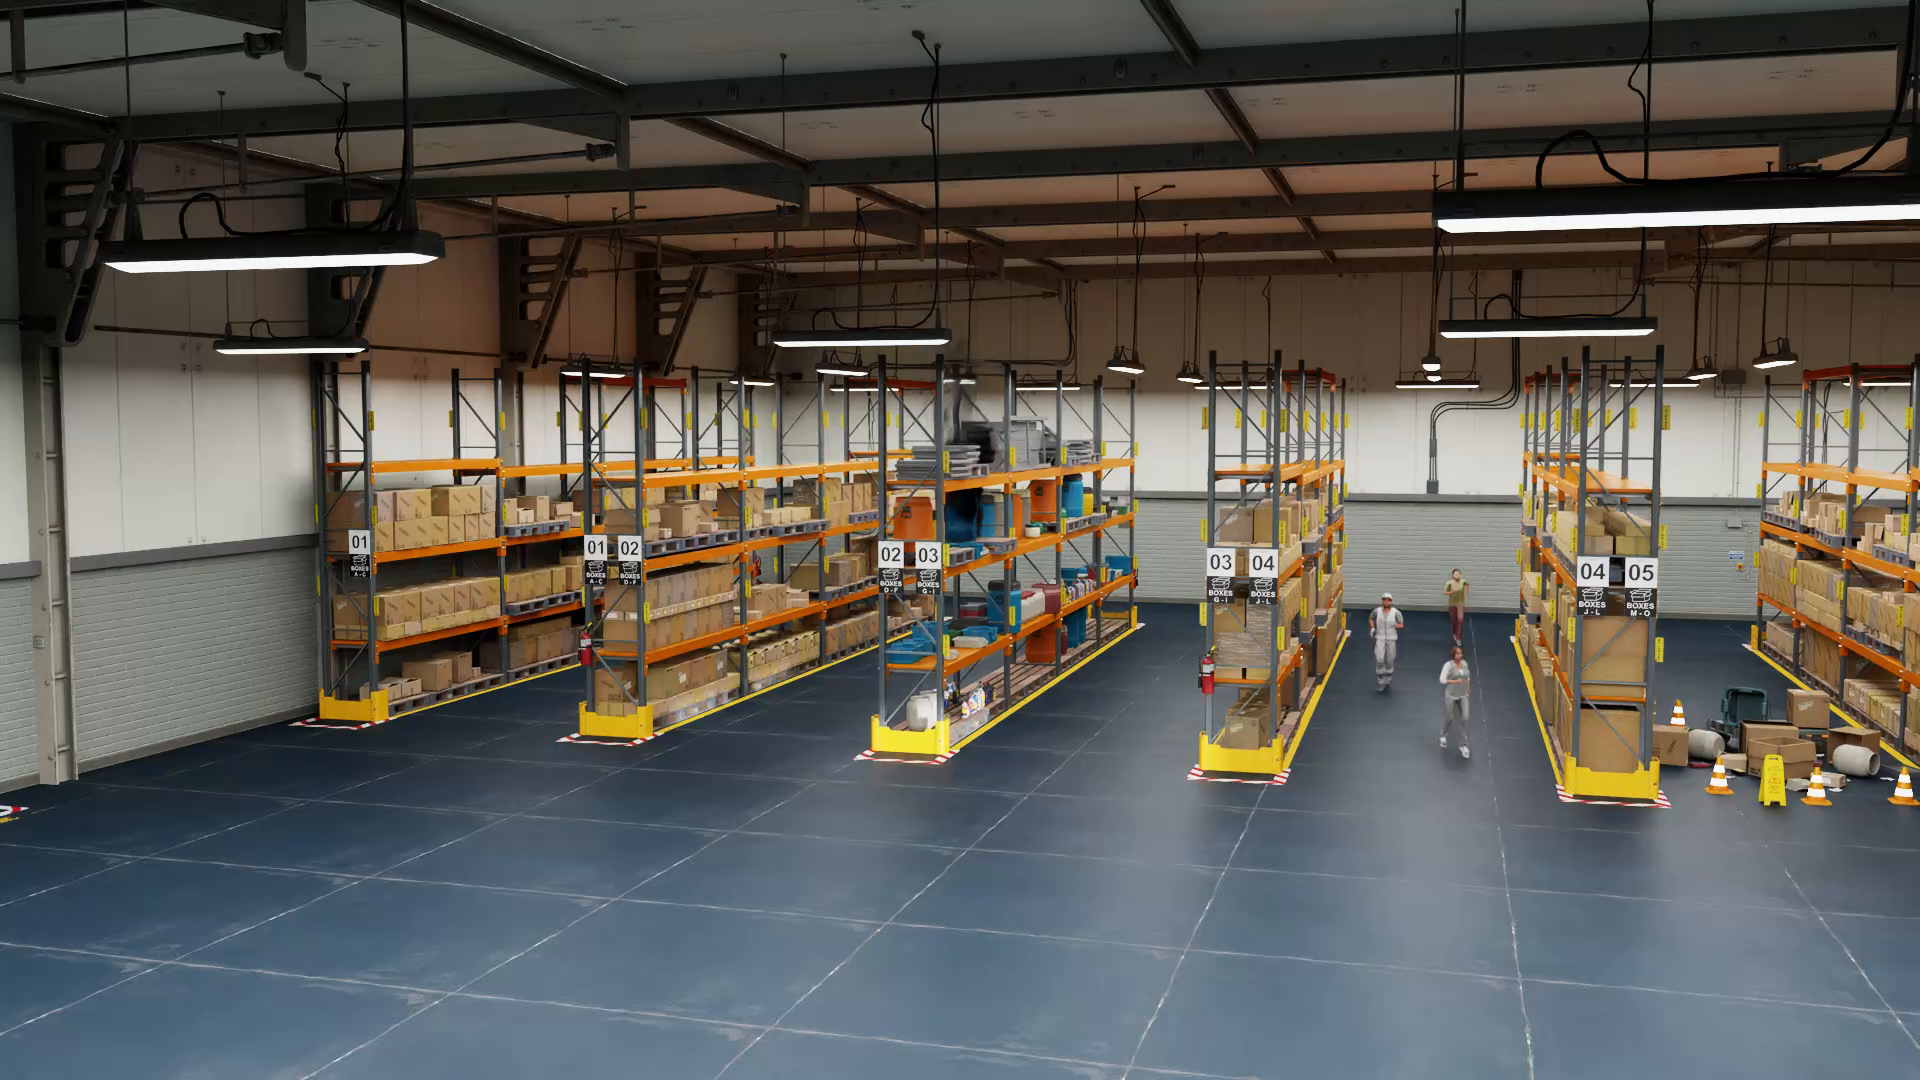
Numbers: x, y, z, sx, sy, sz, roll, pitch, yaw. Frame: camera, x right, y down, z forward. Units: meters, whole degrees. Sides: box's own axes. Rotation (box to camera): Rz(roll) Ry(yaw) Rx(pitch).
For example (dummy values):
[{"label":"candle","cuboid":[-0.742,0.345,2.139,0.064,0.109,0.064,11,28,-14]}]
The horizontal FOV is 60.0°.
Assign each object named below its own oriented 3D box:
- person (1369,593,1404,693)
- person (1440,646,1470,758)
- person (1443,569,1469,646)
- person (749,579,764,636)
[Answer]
[{"label":"person","cuboid":[7.908,1.903,30.883,0.631,1.844,0.729,1,4,14]},{"label":"person","cuboid":[7.452,2.398,25.055,0.554,1.631,0.778,-1,4,-7]},{"label":"person","cuboid":[11.171,1.508,37.453,0.563,1.738,0.838,1,4,15]},{"label":"person","cuboid":[-4.378,1.641,35.809,0.521,1.598,0.871,1,4,12]}]
